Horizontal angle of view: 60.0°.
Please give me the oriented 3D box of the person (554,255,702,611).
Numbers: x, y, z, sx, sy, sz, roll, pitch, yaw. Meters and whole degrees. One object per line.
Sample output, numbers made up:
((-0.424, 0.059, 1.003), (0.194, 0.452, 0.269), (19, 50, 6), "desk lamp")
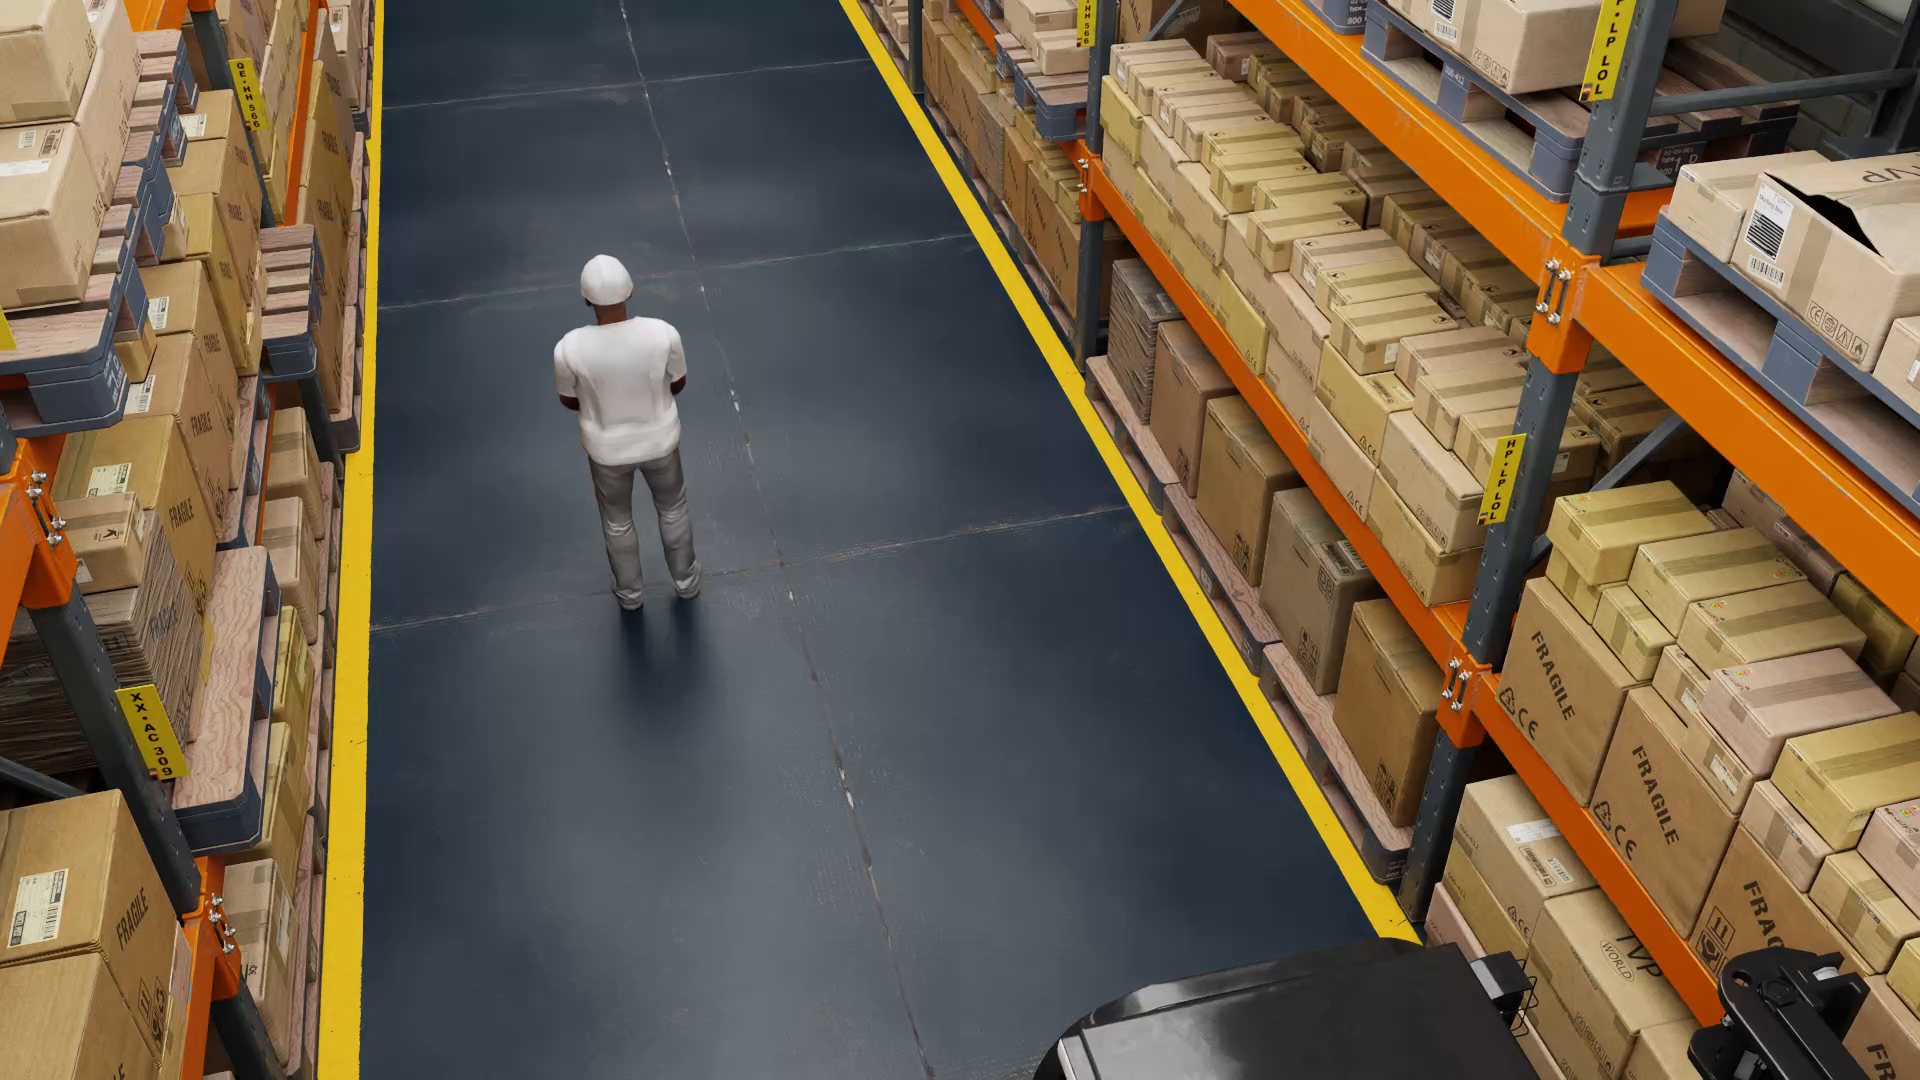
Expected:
((-1.457, -0.487, 7.318), (0.553, 1.769, 0.532), (-10, 39, -12), "person")
